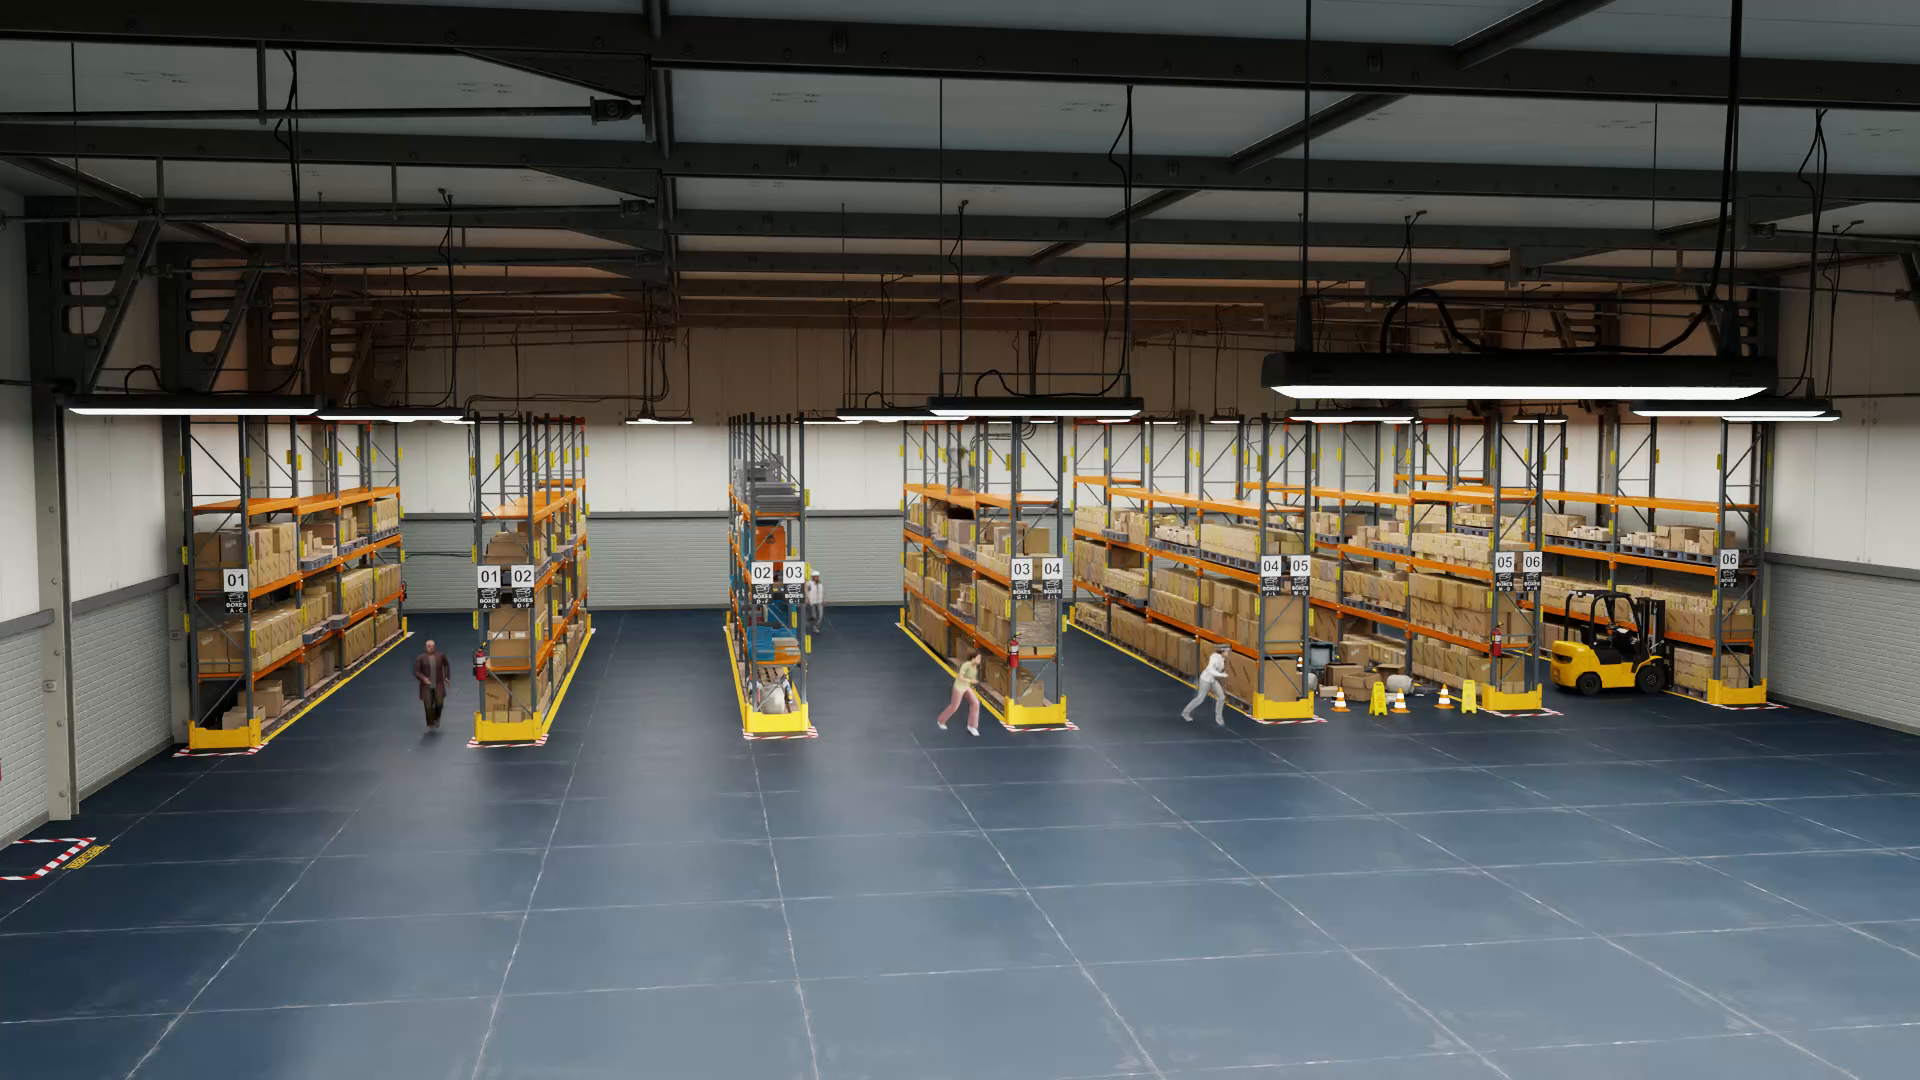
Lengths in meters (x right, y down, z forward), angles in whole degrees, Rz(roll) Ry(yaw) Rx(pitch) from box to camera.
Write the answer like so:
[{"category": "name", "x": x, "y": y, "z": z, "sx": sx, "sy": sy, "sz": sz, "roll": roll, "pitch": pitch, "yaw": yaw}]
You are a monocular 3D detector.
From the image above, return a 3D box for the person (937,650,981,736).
[{"category": "person", "x": -0.017, "y": 2.849, "z": 31.076, "sx": 0.953, "sy": 1.614, "sz": 0.619, "roll": 2, "pitch": 4, "yaw": 29}]

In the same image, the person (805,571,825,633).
[{"category": "person", "x": -4.069, "y": 1.722, "z": 46.370, "sx": 0.643, "sy": 1.729, "sz": 0.625, "roll": -2, "pitch": 5, "yaw": -32}]

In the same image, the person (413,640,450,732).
[{"category": "person", "x": -9.871, "y": 2.737, "z": 31.121, "sx": 0.689, "sy": 1.733, "sz": 0.715, "roll": -2, "pitch": 4, "yaw": -26}]

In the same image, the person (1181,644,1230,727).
[{"category": "person", "x": 4.730, "y": 2.786, "z": 31.974, "sx": 0.955, "sy": 1.624, "sz": 0.656, "roll": 2, "pitch": 4, "yaw": 24}]
